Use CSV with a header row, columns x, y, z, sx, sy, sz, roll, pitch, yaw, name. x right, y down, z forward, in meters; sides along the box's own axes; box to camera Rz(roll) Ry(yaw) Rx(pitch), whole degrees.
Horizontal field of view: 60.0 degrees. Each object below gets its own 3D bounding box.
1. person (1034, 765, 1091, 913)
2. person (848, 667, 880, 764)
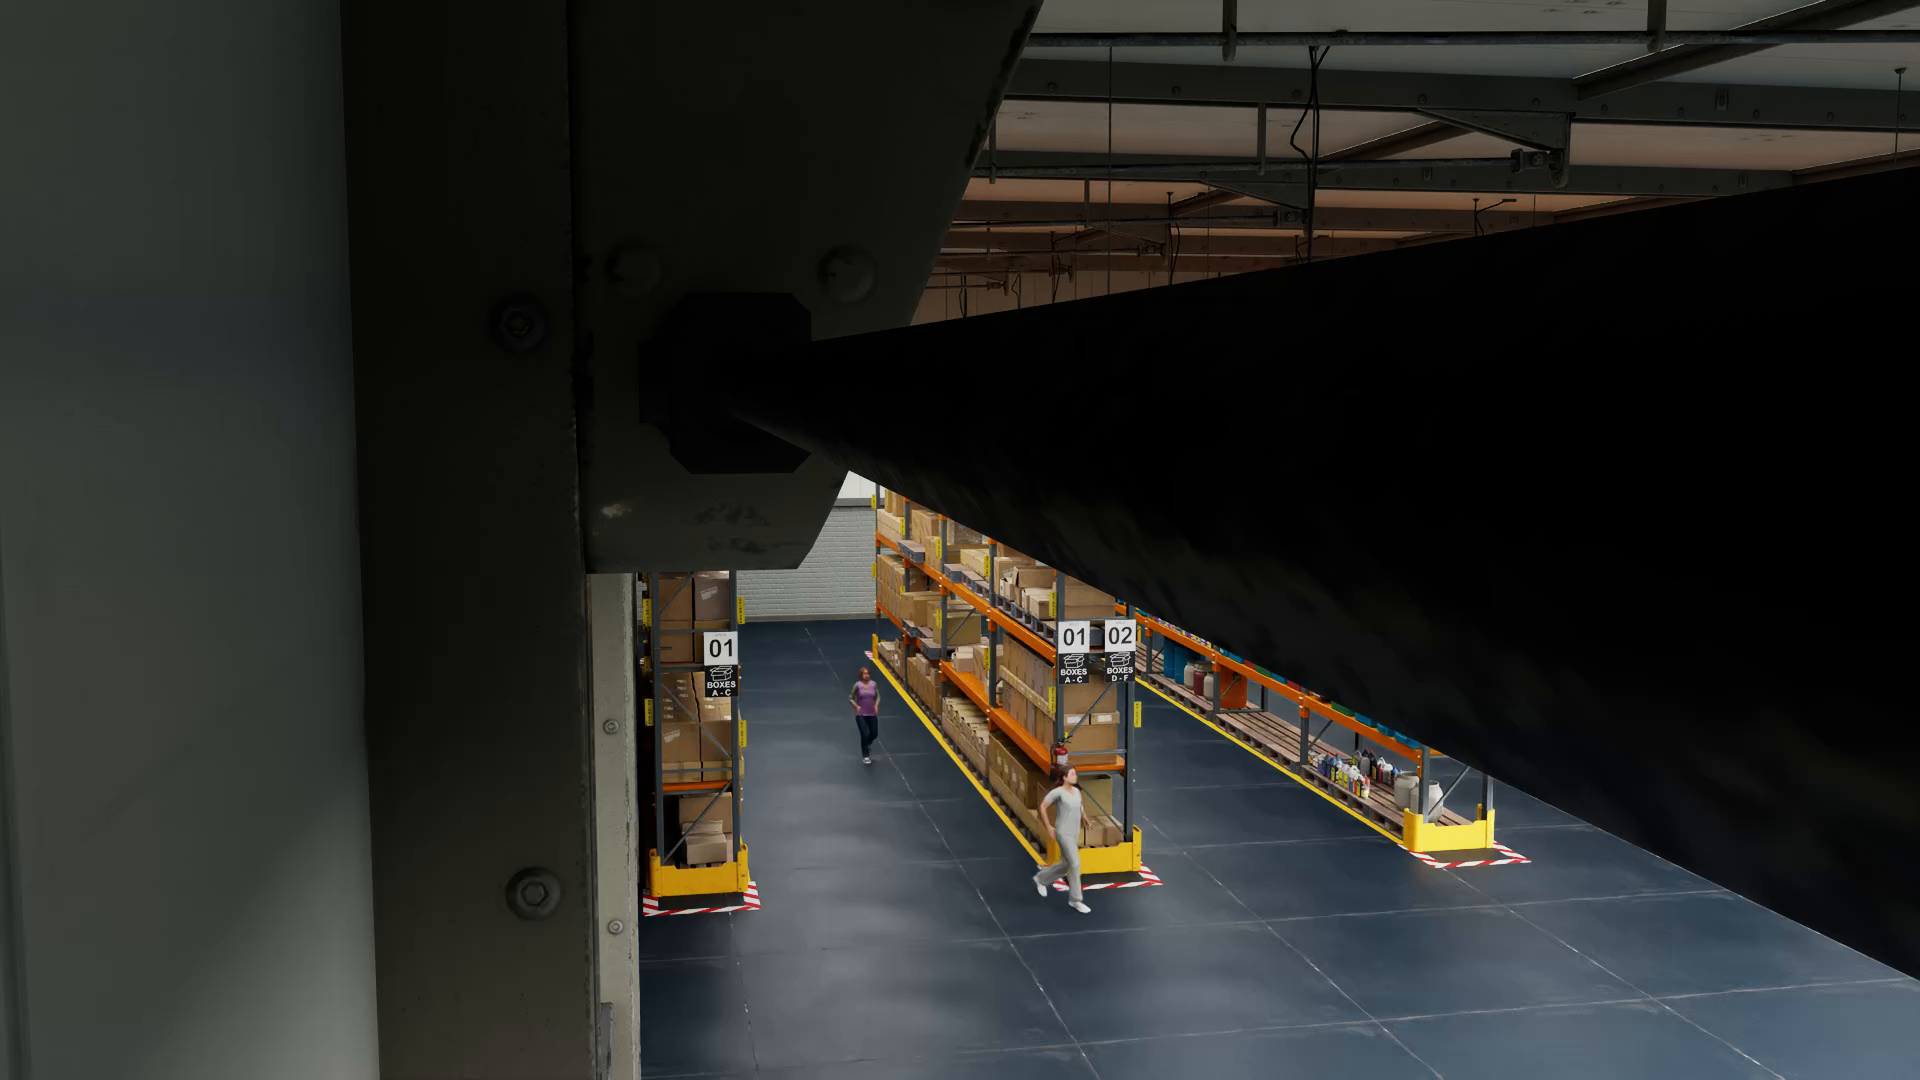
x,y,z,sx,sy,sz,roll,pitch,yaw,name
1.276,3.493,19.685,0.842,1.660,0.602,5,8,40,person
-1.525,2.811,26.755,0.533,1.549,0.563,-2,6,-17,person
